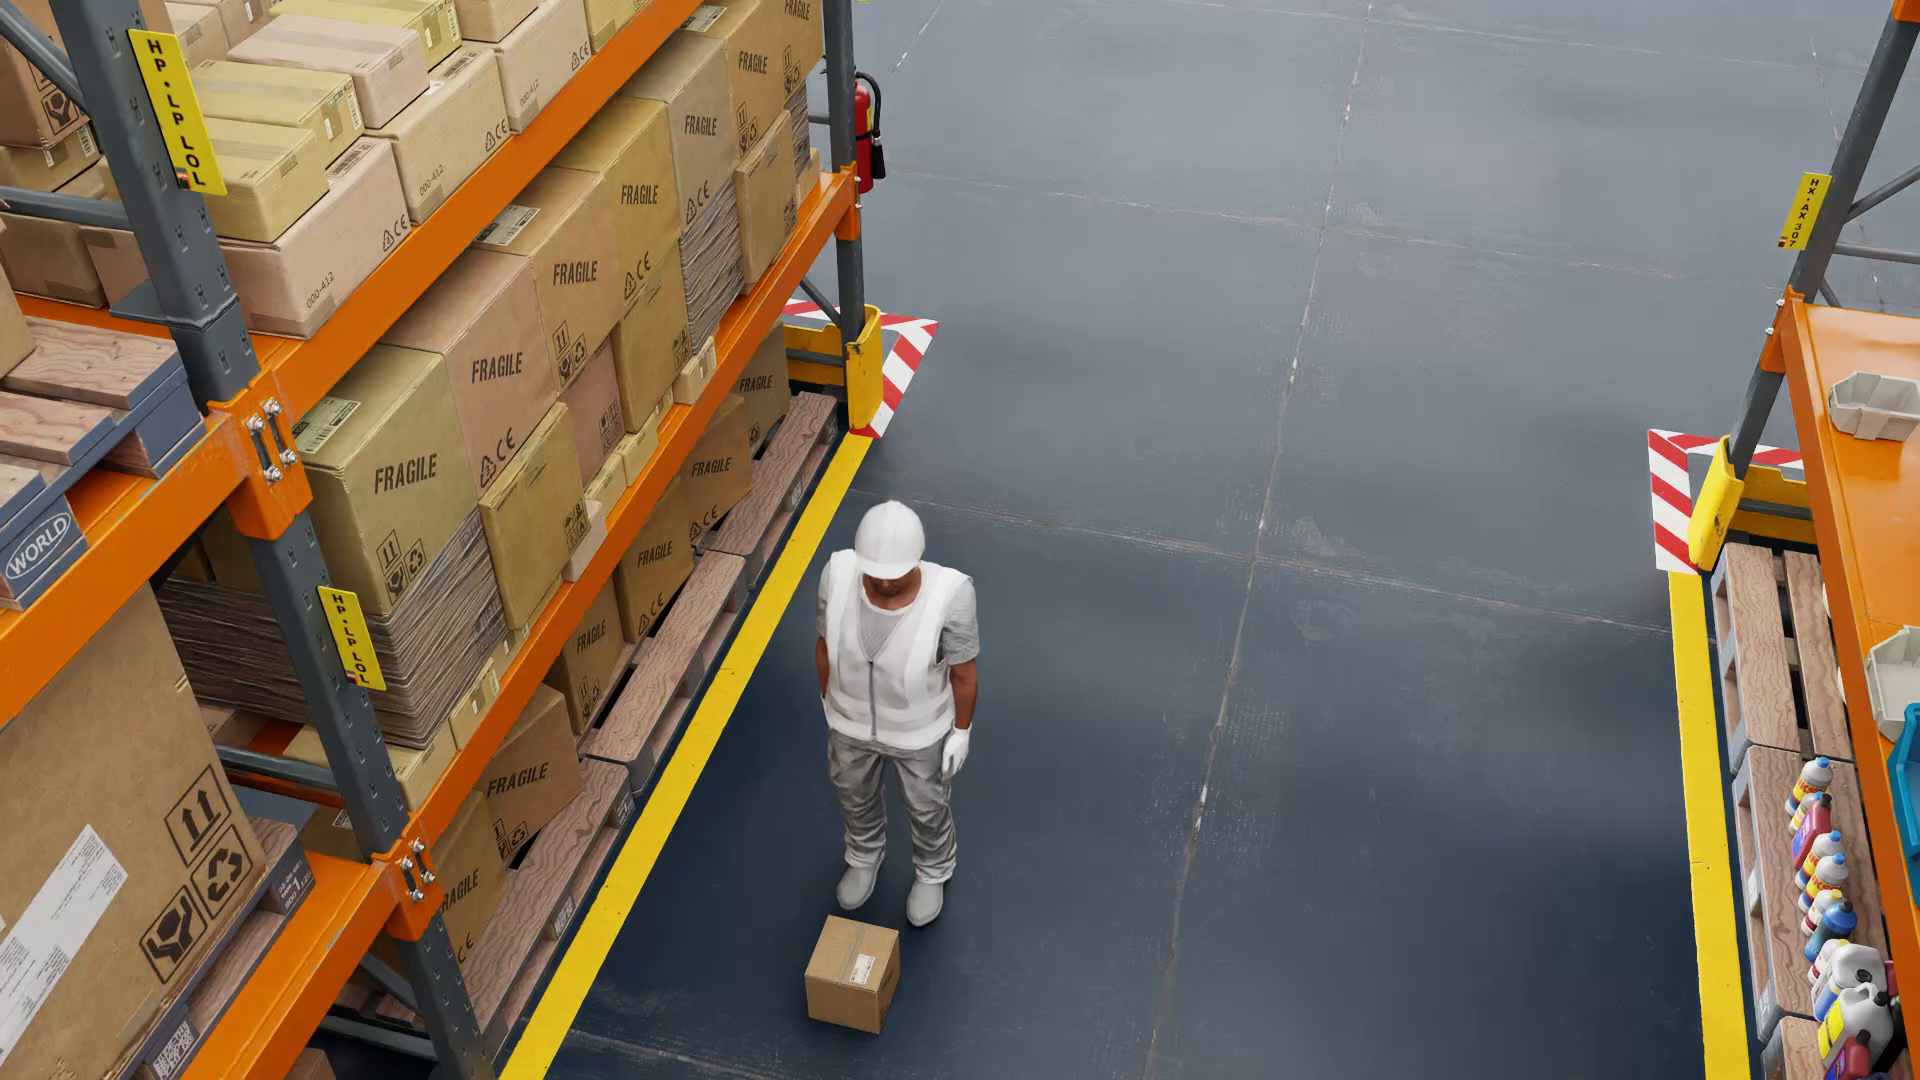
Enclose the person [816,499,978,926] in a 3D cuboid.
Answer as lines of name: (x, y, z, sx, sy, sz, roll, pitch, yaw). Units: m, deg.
person: (-0.209, 0.582, 5.471, 0.545, 1.781, 0.354, 11, 42, 12)
